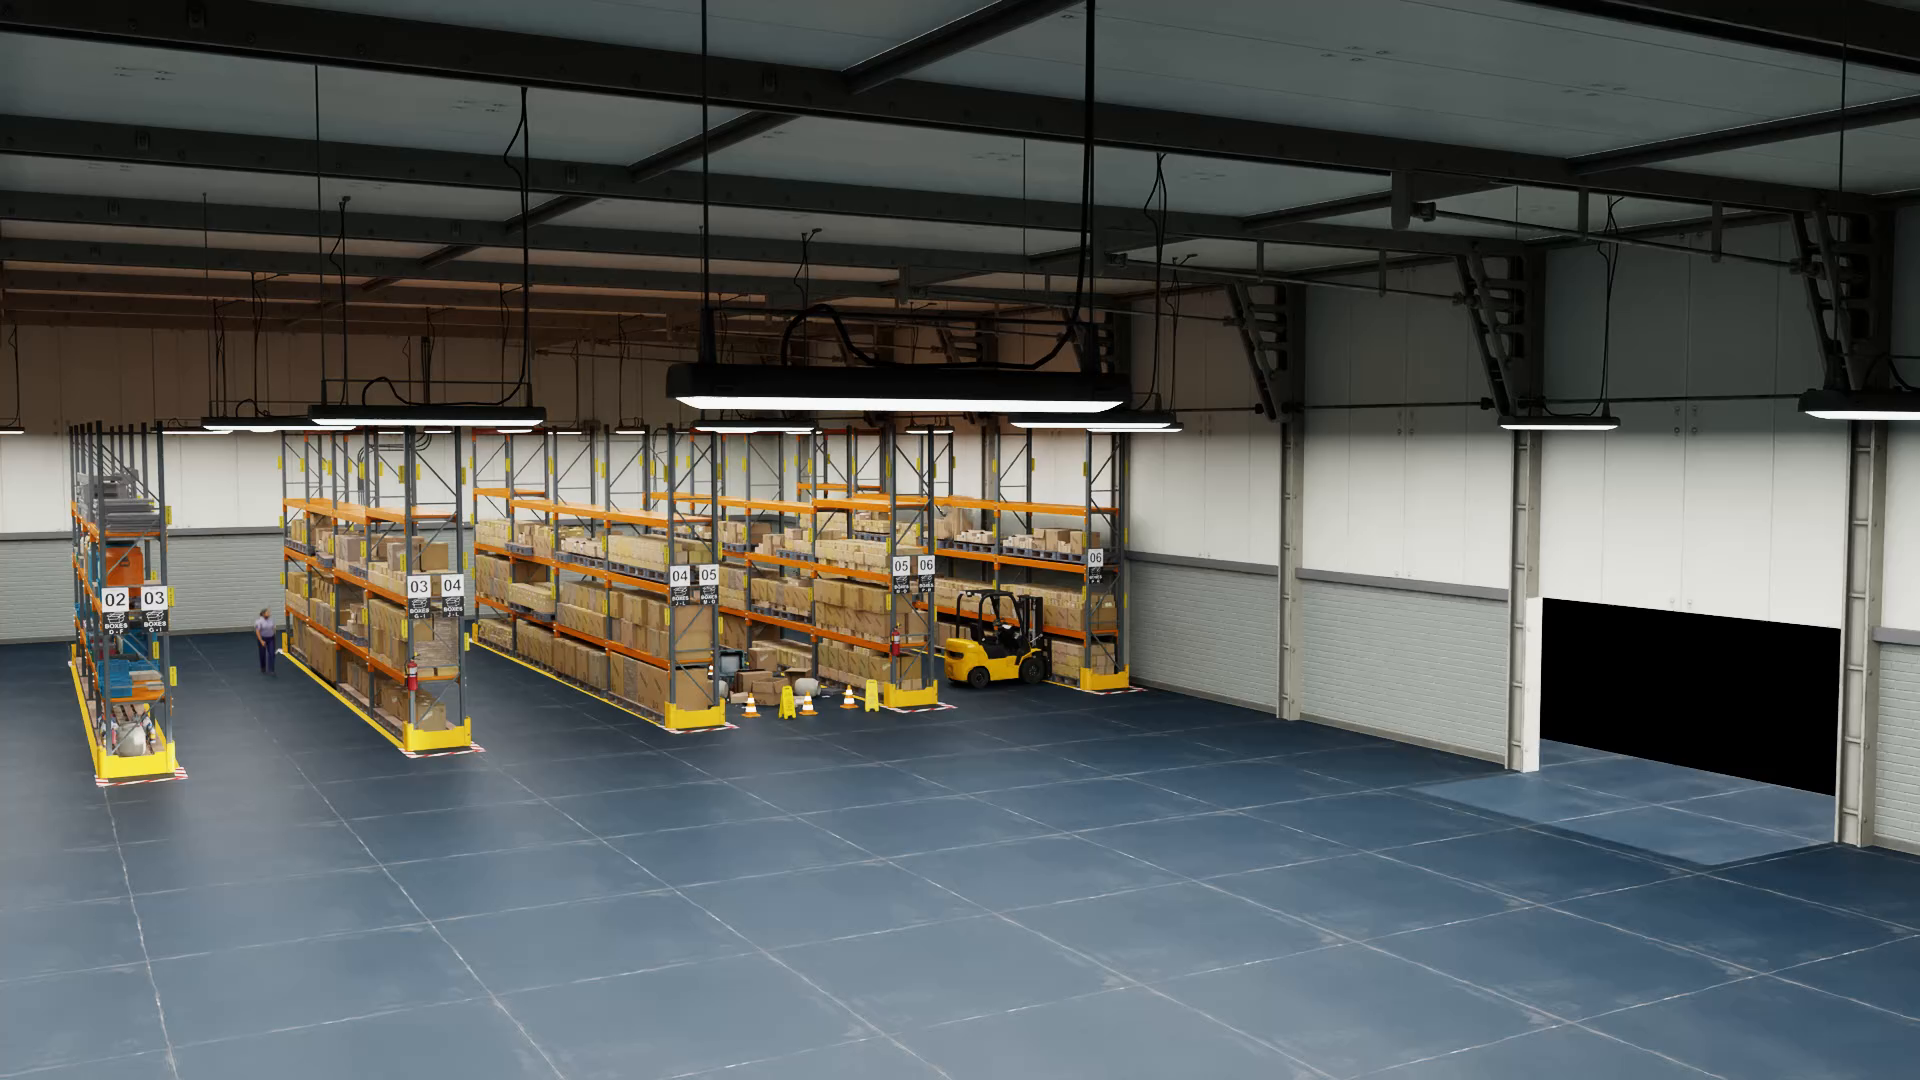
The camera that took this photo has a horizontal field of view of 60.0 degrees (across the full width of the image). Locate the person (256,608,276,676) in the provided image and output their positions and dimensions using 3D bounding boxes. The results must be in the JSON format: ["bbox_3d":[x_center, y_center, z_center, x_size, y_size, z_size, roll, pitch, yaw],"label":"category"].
[{"bbox_3d":[-16.729,2.450,40.082,0.451,1.589,0.936,-2,4,-24],"label":"person"}]
